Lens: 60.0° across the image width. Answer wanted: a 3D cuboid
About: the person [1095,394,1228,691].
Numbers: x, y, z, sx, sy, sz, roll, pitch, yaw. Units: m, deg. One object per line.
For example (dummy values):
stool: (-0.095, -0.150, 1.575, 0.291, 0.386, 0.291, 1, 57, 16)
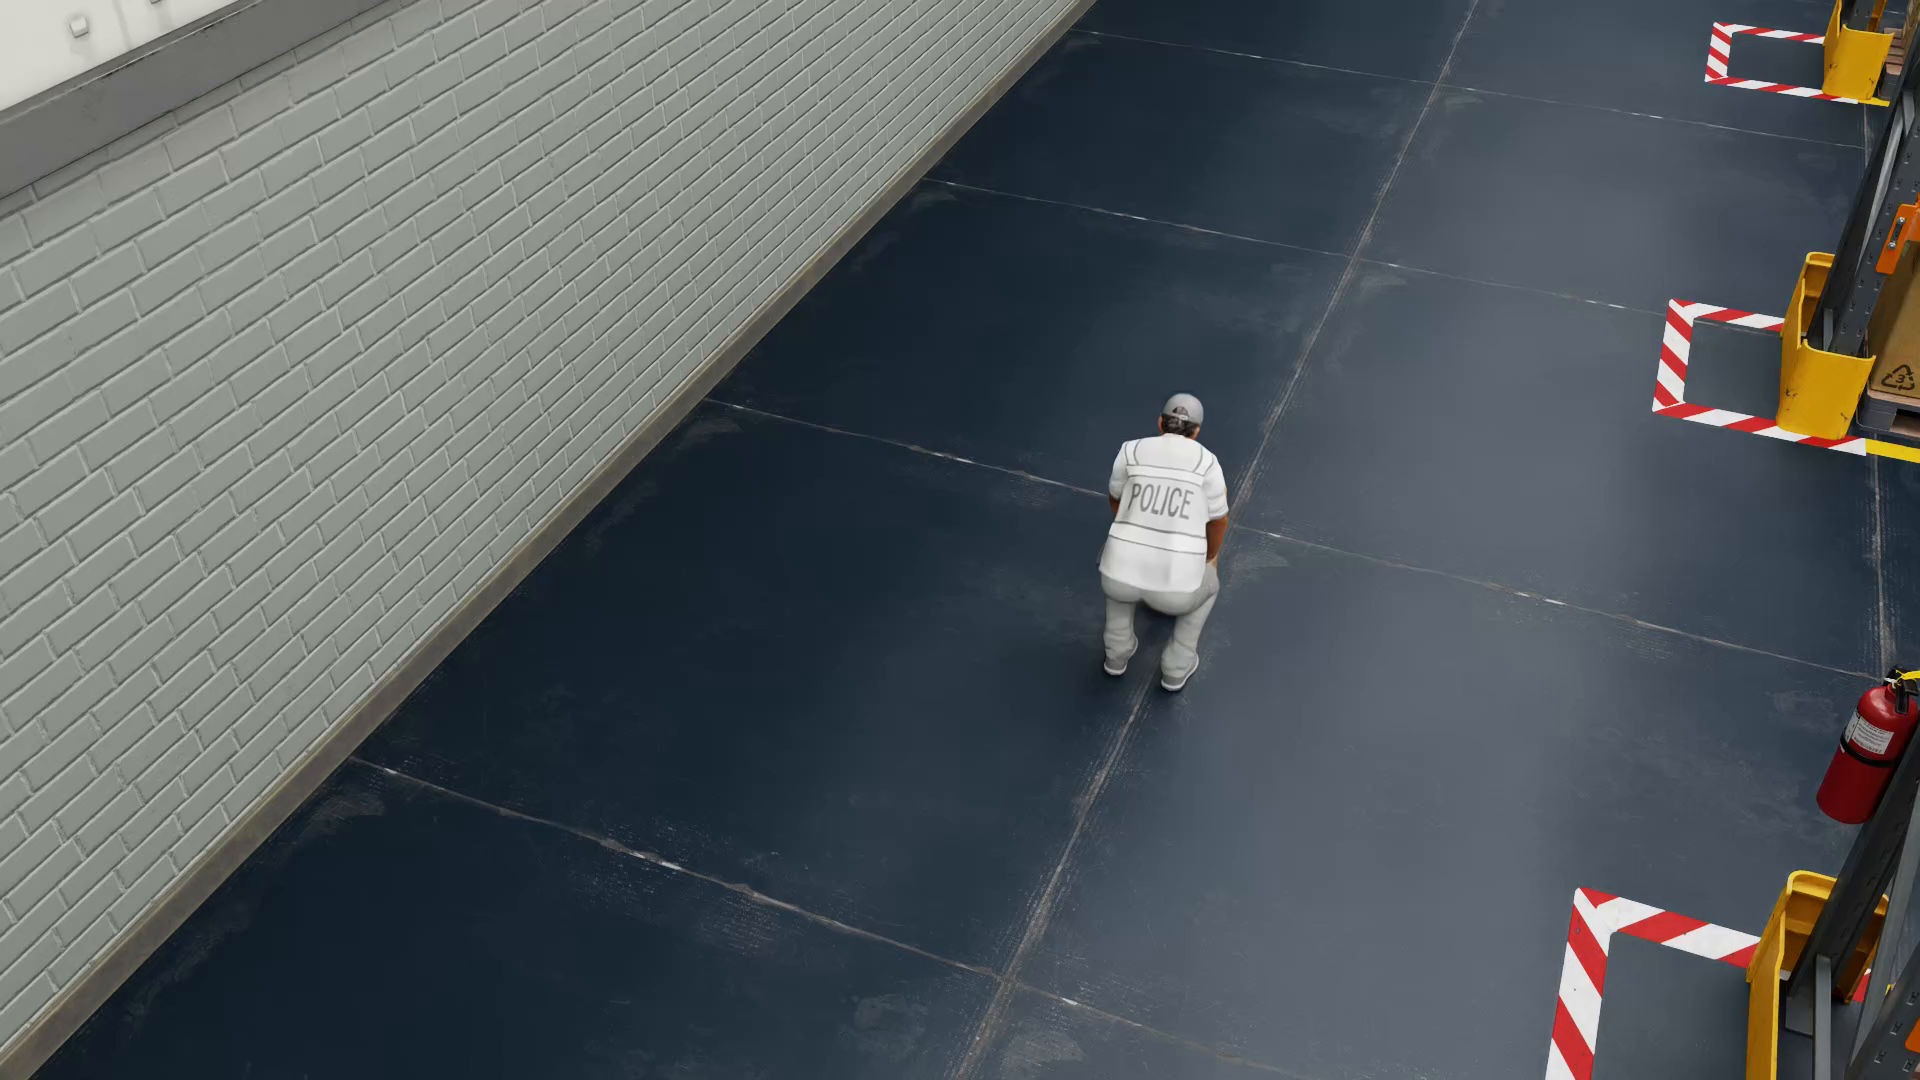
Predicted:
person: (0.853, 0.028, 7.160, 0.538, 1.207, 0.787, 14, 40, 18)
